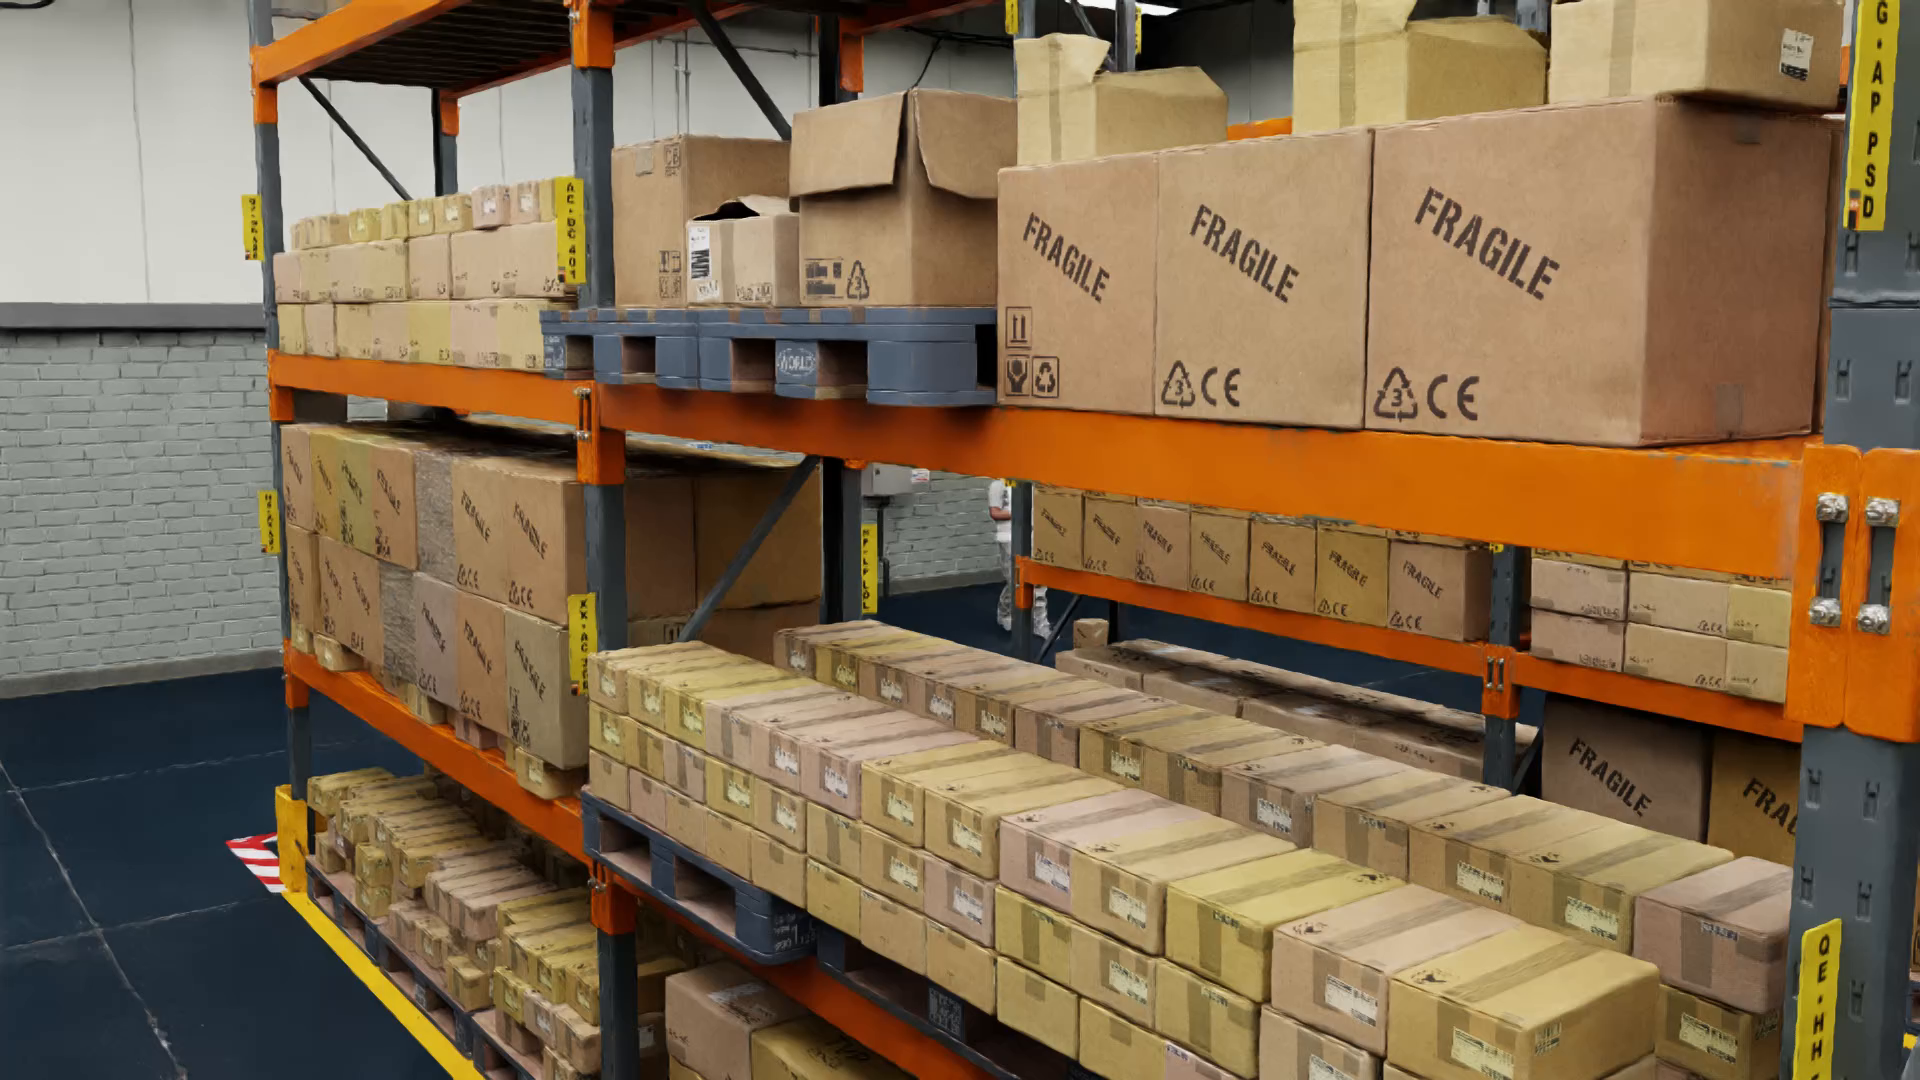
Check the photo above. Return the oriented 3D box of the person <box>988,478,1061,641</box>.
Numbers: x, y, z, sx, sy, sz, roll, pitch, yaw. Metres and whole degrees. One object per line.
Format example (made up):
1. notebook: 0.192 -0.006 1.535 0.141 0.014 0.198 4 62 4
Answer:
1. person: 0.583 0.033 15.573 0.642 1.769 0.835 -5 9 -35
